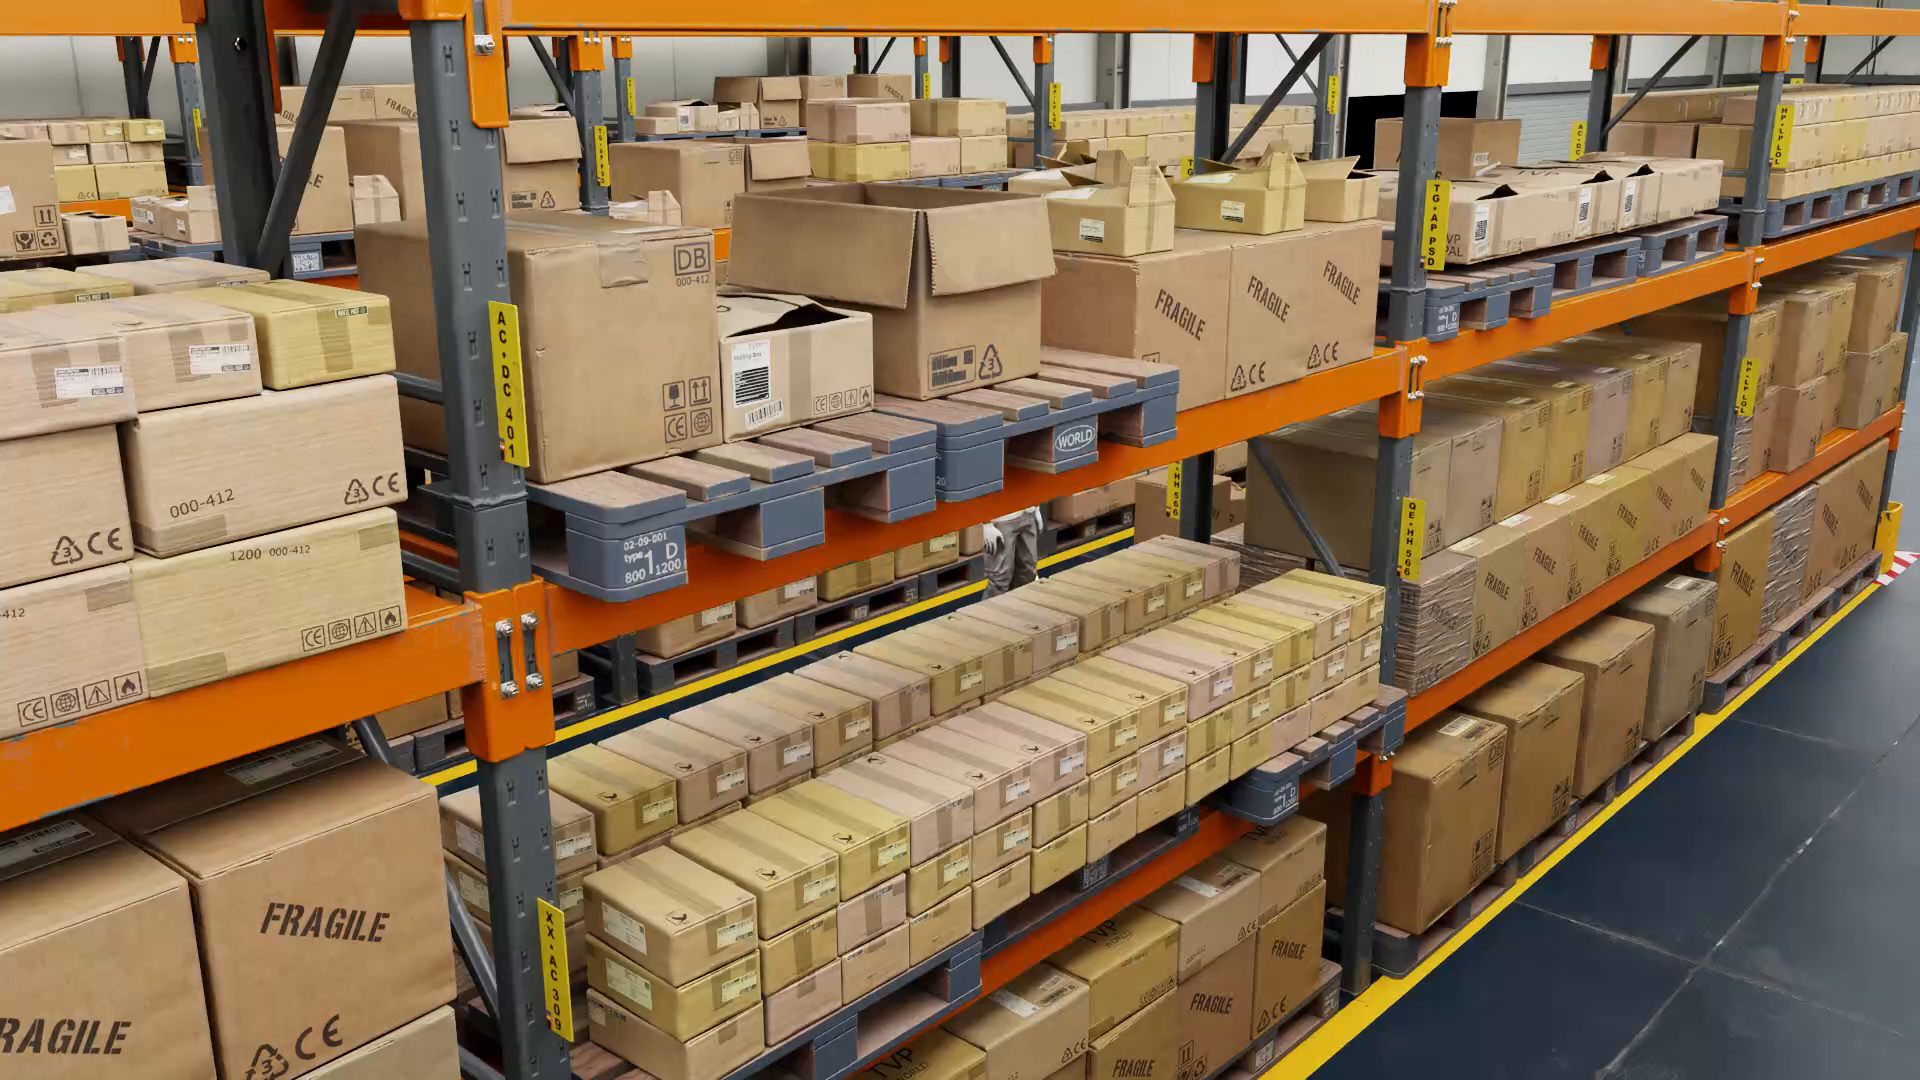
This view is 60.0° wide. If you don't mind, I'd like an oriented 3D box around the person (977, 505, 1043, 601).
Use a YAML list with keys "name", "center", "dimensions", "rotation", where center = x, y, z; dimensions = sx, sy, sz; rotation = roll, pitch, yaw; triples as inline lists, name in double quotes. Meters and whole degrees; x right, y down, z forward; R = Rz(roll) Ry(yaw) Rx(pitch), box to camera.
- name: "person"
  center: [0.342, -0.117, 10.914]
  dimensions: [0.450, 1.772, 0.619]
  rotation: [12, 21, 35]
